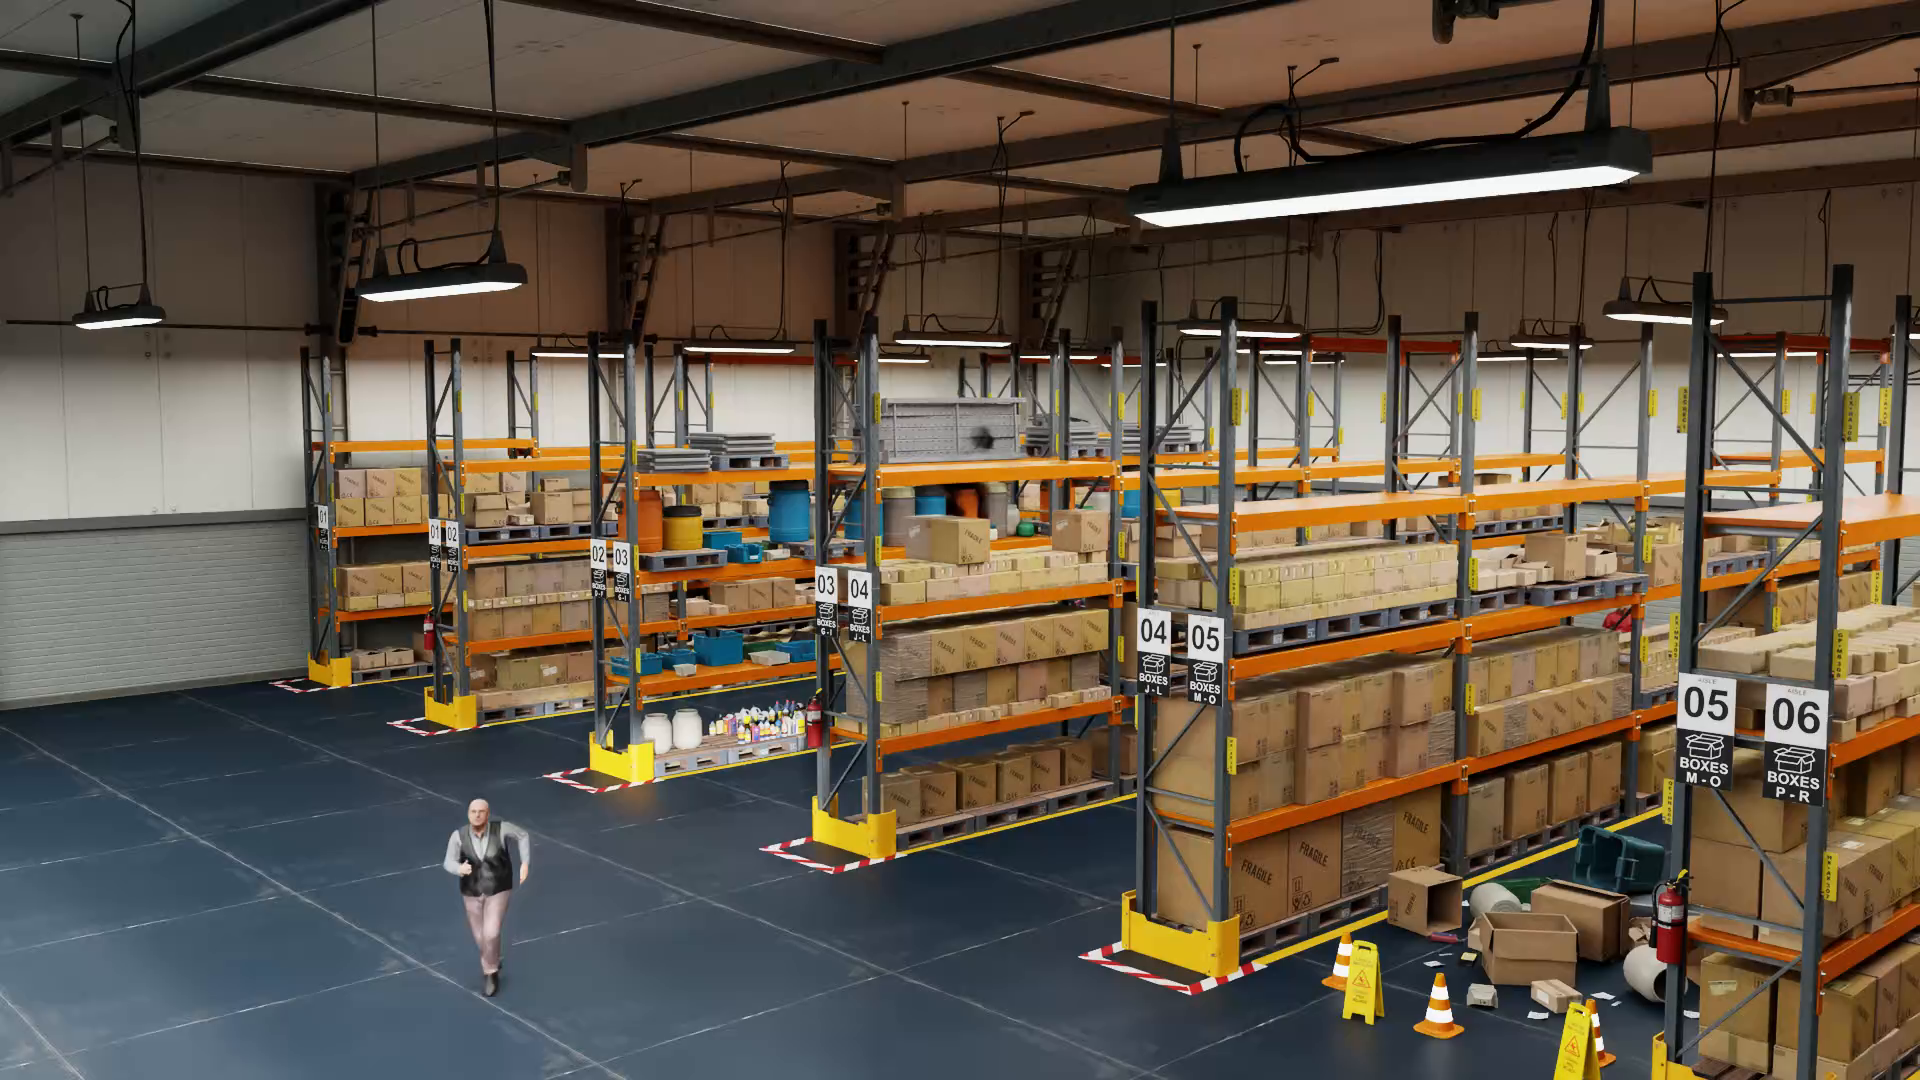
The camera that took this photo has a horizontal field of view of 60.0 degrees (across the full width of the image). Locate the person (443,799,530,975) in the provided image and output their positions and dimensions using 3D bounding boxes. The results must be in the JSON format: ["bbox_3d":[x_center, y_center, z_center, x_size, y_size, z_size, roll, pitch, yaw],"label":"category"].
[{"bbox_3d":[-4.069,2.988,14.299,0.679,1.586,0.809,-1,5,-6],"label":"person"}]

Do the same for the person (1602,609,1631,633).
[{"bbox_3d":[11.228,1.928,28.232,0.630,1.544,0.898,3,6,27],"label":"person"}]
